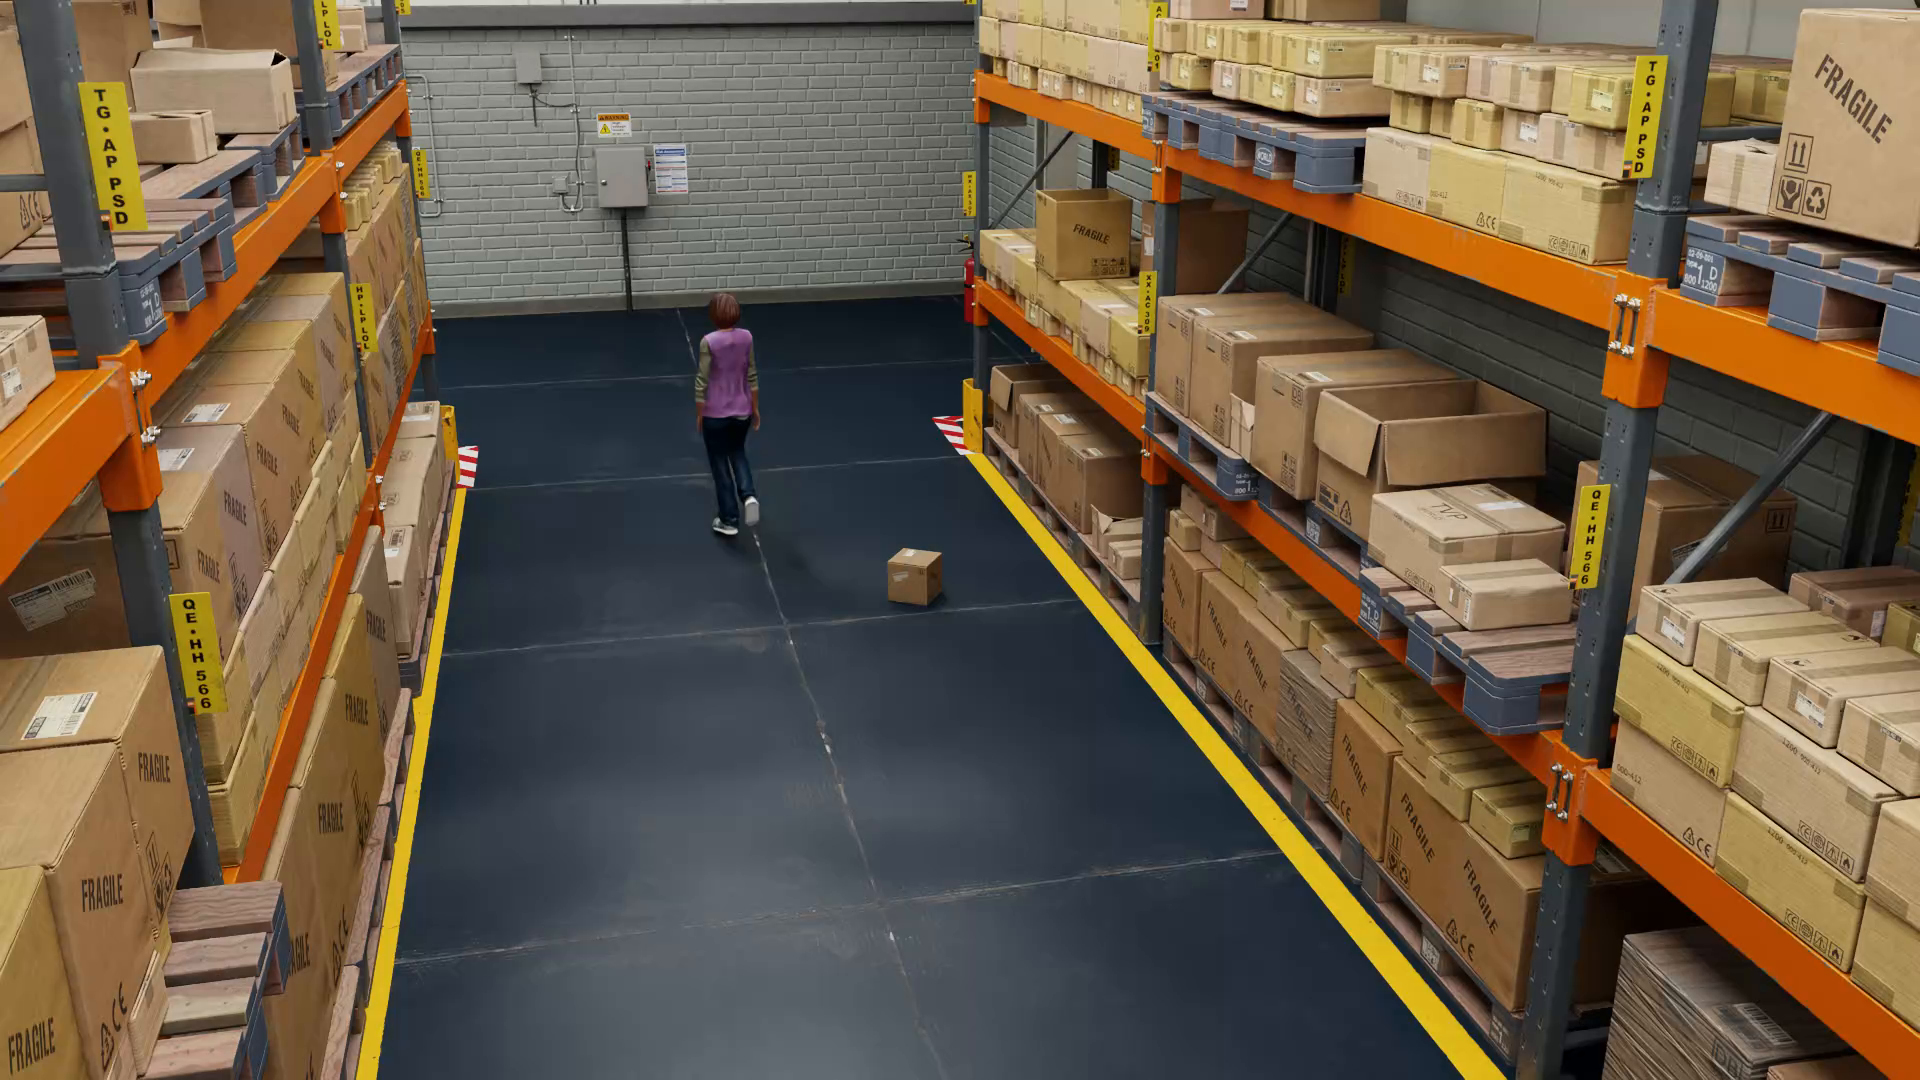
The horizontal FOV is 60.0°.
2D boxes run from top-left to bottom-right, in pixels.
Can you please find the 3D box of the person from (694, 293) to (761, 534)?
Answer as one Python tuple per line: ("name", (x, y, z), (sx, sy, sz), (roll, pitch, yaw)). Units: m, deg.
("person", (-1.509, -0.815, 10.763), (0.436, 1.596, 0.432), (-14, 24, -33))
